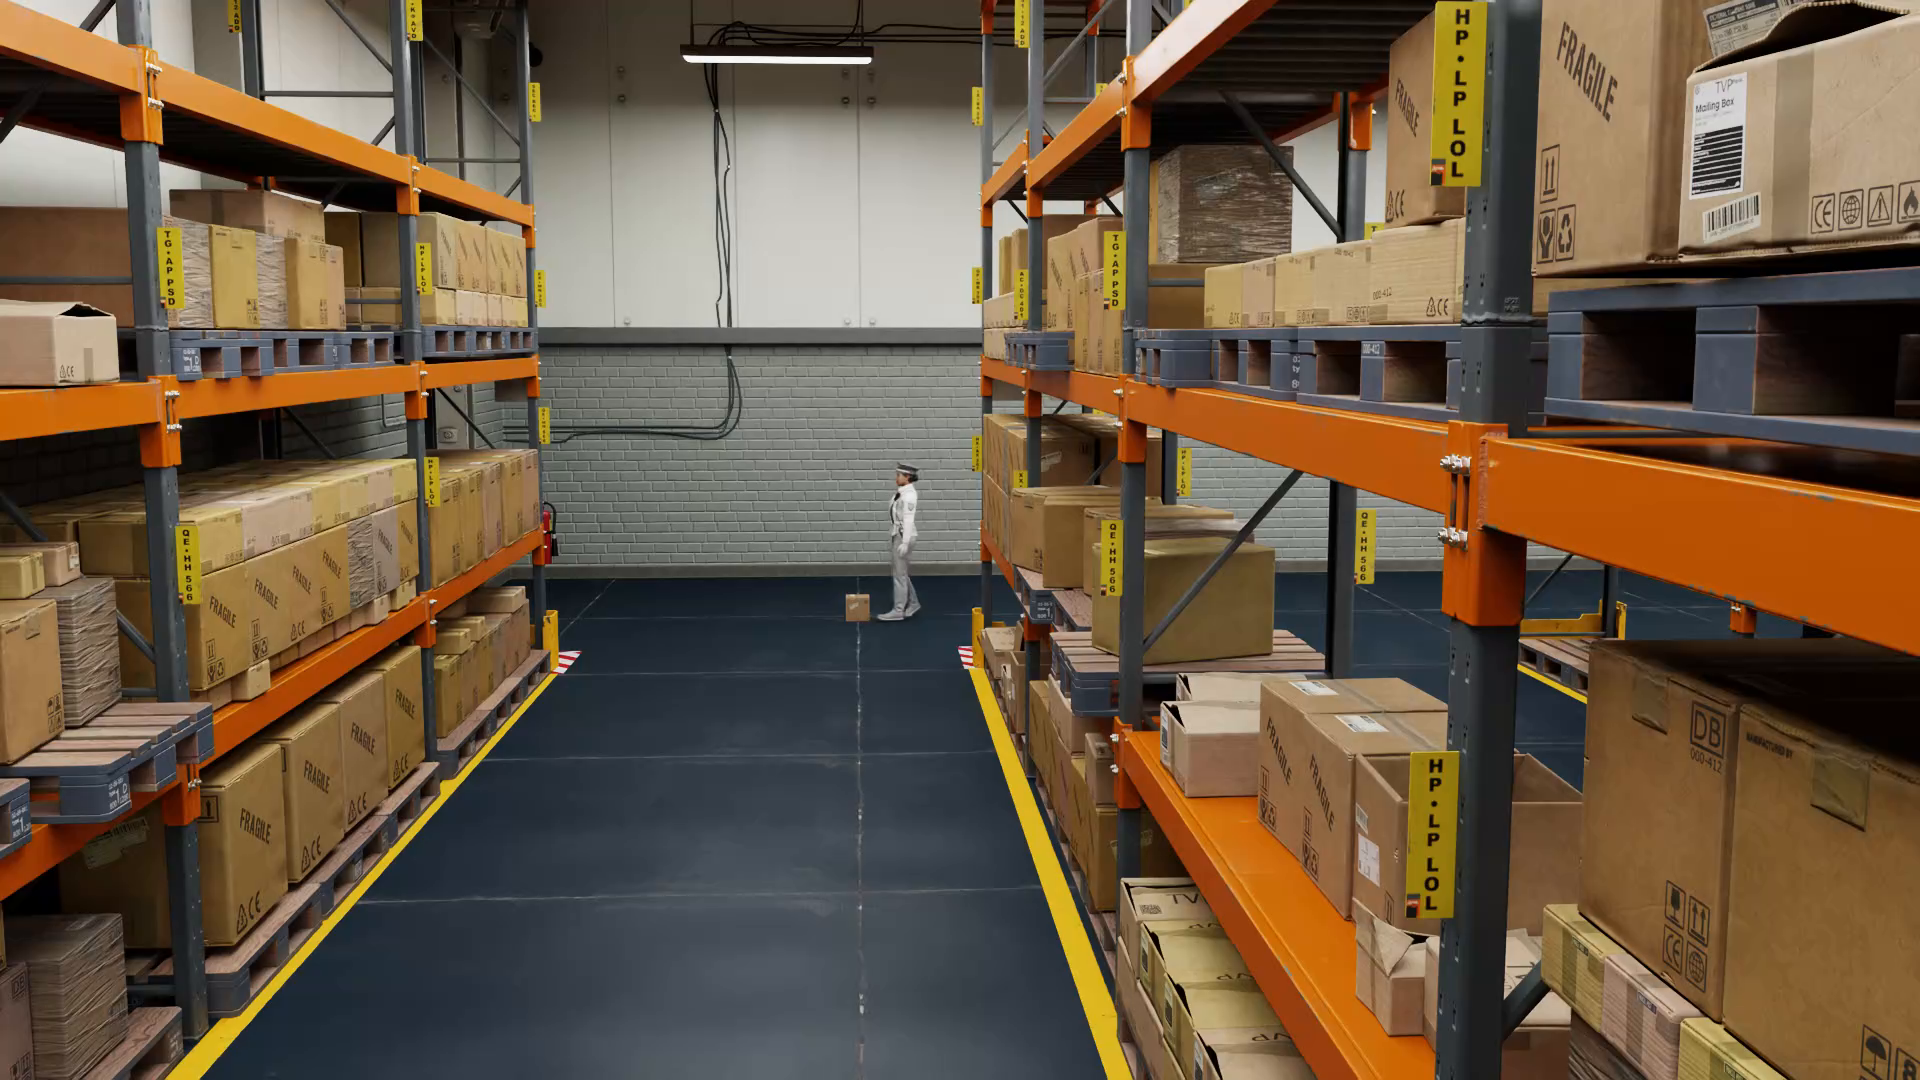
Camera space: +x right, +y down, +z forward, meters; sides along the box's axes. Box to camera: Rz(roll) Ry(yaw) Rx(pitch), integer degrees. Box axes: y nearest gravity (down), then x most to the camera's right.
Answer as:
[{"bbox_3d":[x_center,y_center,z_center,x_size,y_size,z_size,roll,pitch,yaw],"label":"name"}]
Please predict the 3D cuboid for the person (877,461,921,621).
[{"bbox_3d":[-0.638,0.004,17.589,0.508,1.680,0.512,-1,7,-9],"label":"person"}]
